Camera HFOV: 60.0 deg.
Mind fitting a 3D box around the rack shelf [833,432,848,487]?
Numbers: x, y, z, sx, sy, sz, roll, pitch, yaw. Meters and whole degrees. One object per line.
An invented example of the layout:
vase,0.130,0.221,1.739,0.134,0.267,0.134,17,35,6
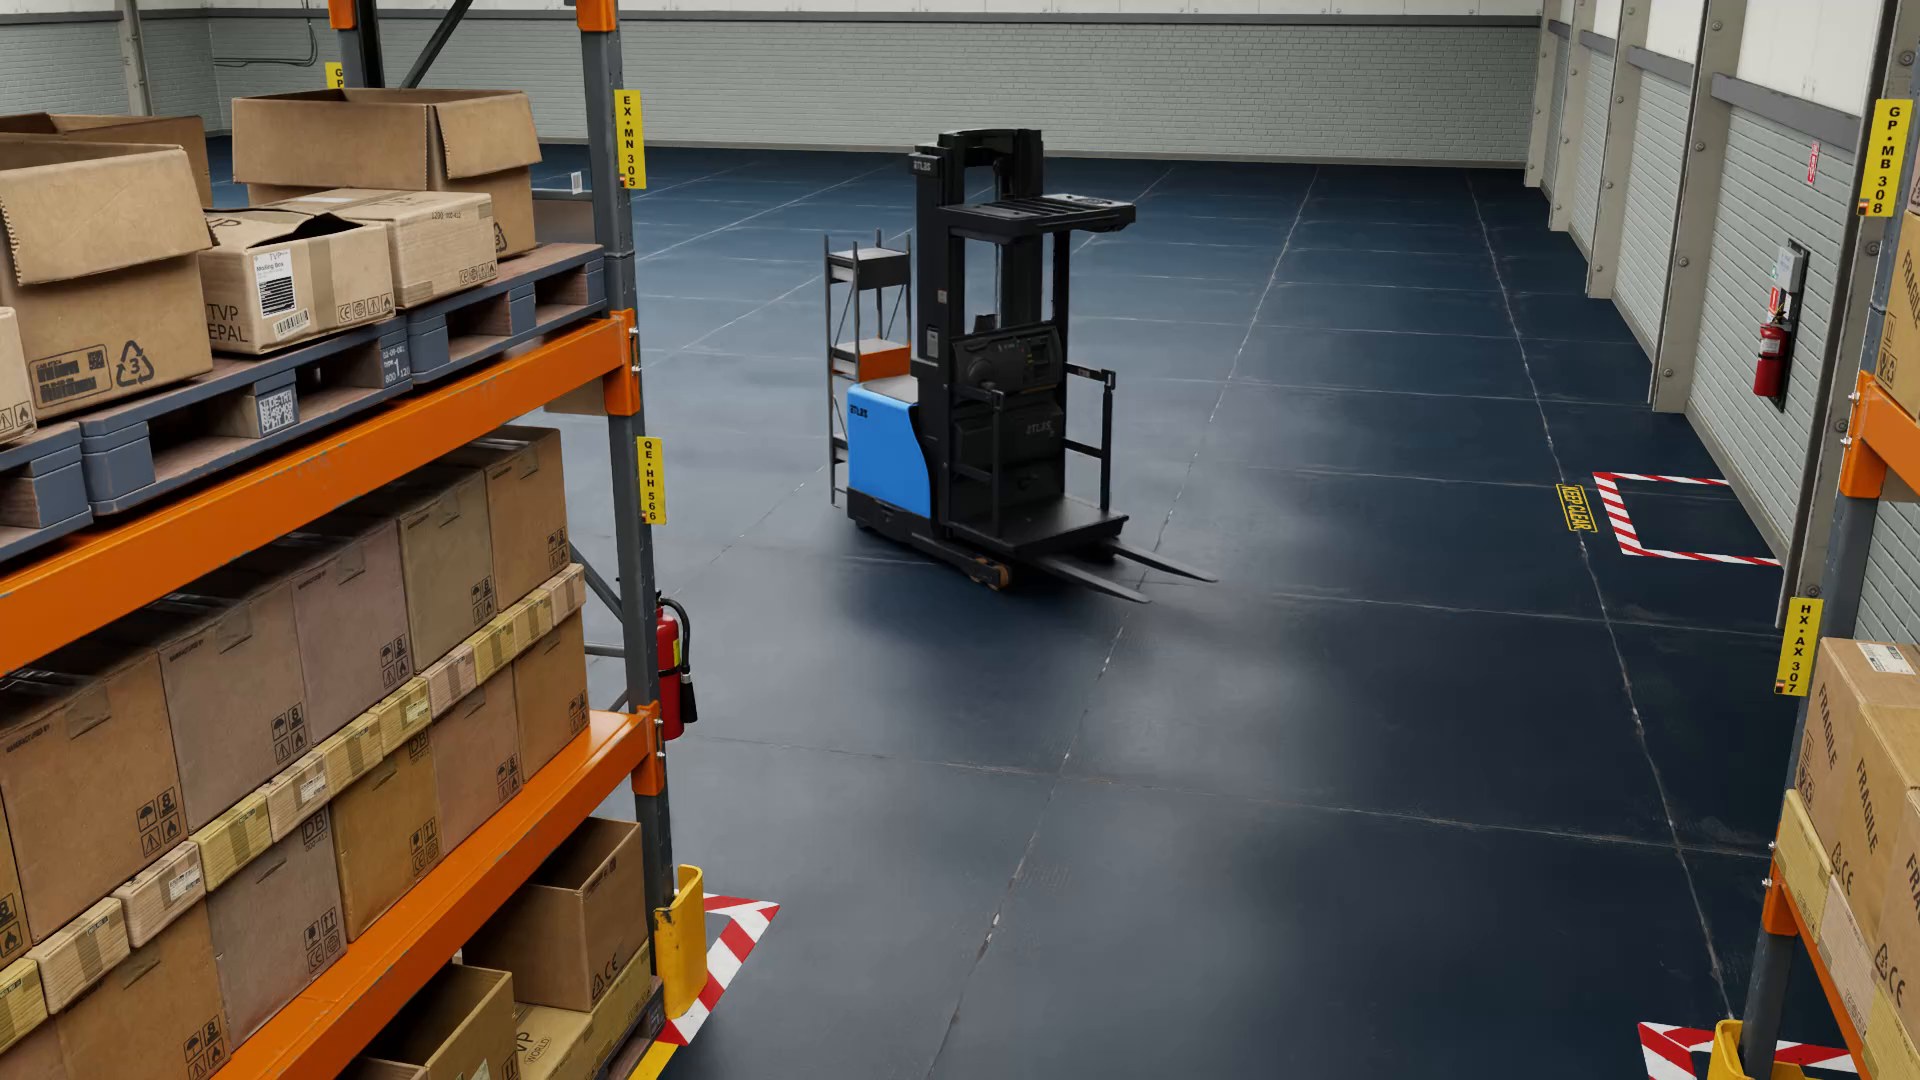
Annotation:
rack shelf,-0.687,-0.592,12.881,0.480,0.518,0.431,-15,24,-37

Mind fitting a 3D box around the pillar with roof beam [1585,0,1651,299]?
pillar with roof beam,4.055,-7.744,20.937,9.100,9.000,0.400,5,19,13

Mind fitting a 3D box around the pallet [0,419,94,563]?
pallet,-2.435,0.006,3.026,1.003,0.211,1.213,5,19,13

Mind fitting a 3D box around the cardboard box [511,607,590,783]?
cardboard box,-1.767,0.497,5.937,0.700,0.500,0.500,5,19,13

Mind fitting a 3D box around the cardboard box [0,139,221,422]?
cardboard box,-2.094,-0.587,3.598,0.797,0.503,0.637,7,20,19

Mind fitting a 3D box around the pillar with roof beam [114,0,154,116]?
pillar with roof beam,-15.210,-13.313,37.242,9.100,9.000,0.400,5,19,13

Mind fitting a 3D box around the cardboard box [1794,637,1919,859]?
cardboard box,2.755,0.622,4.768,0.500,0.500,0.500,5,19,13

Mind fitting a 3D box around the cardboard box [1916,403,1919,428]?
cardboard box,2.674,-0.437,3.999,0.500,0.500,0.500,6,20,17

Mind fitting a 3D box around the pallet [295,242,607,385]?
pallet,-1.839,-0.759,5.265,1.003,0.211,1.213,5,19,13

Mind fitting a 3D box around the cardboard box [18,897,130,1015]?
cardboard box,-2.116,0.909,3.726,0.380,0.149,0.250,4,19,12

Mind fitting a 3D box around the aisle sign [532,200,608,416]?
aisle sign,-1.340,-0.829,5.951,0.394,0.787,0.004,5,19,13

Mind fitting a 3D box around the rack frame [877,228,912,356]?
rack frame,-0.499,-1.318,12.797,0.015,2.100,0.400,-15,24,-37

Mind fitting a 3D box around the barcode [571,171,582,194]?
barcode,-1.247,-1.162,5.411,0.001,0.075,0.075,5,19,13

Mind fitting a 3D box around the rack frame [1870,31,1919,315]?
rack frame,3.164,-2.050,4.267,1.000,3.000,0.127,5,19,13

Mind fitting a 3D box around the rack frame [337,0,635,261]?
rack frame,-1.641,-2.440,5.409,1.000,3.000,0.127,5,19,13

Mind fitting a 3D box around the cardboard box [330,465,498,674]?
cardboard box,-1.904,0.065,5.195,0.700,0.500,0.500,4,19,12

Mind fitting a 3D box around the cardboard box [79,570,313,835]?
cardboard box,-2.148,0.380,4.272,0.700,0.500,0.500,5,19,13

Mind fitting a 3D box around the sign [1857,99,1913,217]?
sign,2.637,-1.087,4.736,0.100,0.325,0.005,5,19,13

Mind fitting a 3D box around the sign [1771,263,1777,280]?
sign,6.163,-2.007,12.549,0.001,0.109,0.331,5,19,13

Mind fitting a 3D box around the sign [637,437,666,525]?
sign,-1.118,-0.214,6.015,0.100,0.325,0.005,5,19,13

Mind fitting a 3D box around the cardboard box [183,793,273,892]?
cardboard box,-1.990,0.744,4.211,0.380,0.149,0.250,4,19,13

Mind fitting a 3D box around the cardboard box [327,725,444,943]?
cardboard box,-2.018,0.817,5.000,0.700,0.500,0.500,5,19,14

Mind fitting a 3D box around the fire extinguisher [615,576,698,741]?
fire extinguisher,-1.162,0.435,6.392,0.296,0.674,0.183,5,19,13

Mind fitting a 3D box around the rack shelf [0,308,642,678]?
rack shelf,-2.130,-0.053,4.175,1.077,0.370,4.000,5,19,13

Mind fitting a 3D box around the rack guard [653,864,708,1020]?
rack guard,-1.635,1.574,6.805,1.175,0.500,0.348,5,19,13

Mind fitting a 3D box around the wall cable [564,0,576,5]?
wall cable,-8.180,-15.326,37.875,2.305,6.003,0.169,5,19,13

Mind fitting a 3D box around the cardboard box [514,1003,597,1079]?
cardboard box,-1.596,1.851,5.733,0.500,0.250,0.500,5,19,13

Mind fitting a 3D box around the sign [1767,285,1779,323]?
sign,6.173,-1.757,12.637,0.001,0.329,0.234,5,19,13

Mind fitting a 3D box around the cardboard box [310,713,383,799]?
cardboard box,-1.865,0.586,4.674,0.380,0.149,0.250,5,20,15

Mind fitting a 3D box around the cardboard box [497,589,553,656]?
cardboard box,-1.612,0.262,5.622,0.380,0.149,0.250,5,20,15

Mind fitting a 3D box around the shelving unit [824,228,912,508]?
shelving unit,-0.687,-1.268,12.650,0.503,2.100,0.431,-15,24,-37

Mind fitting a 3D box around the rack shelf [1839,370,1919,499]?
rack shelf,2.675,0.337,3.033,1.077,0.370,4.000,5,19,13

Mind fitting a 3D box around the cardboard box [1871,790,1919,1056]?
cardboard box,2.493,0.937,3.844,0.500,0.500,0.500,4,19,12

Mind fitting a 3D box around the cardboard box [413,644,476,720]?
cardboard box,-1.738,0.421,5.157,0.380,0.149,0.250,5,19,14

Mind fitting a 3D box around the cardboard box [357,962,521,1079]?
cardboard box,-1.714,1.653,5.152,0.500,0.500,0.500,5,19,13

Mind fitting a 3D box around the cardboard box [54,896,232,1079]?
cardboard box,-2.267,1.143,4.045,0.700,0.500,0.500,5,19,14

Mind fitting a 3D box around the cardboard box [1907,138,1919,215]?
cardboard box,2.834,-1.059,4.273,0.500,0.500,0.500,3,19,9

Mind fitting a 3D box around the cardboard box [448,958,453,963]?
cardboard box,-2.108,1.454,5.734,0.500,0.500,0.500,5,19,13

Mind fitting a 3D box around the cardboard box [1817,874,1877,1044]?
cardboard box,2.623,1.142,4.403,0.500,0.250,0.500,4,19,12

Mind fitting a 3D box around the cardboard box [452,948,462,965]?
cardboard box,-1.988,1.652,6.314,0.500,0.250,0.500,5,19,13

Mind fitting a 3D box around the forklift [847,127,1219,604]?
forklift,0.467,-1.233,11.264,1.130,2.935,3.031,-15,24,-36

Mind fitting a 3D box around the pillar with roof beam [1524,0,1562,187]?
pillar with roof beam,6.987,-11.505,31.949,9.100,9.000,0.400,5,19,13

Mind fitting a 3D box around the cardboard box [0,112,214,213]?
cardboard box,-2.312,-0.834,4.326,0.500,0.500,0.500,5,19,13

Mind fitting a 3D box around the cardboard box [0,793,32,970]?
cardboard box,-2.394,0.694,3.355,0.700,0.500,0.500,5,19,13

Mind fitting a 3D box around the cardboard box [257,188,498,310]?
cardboard box,-1.667,-0.833,4.710,0.500,0.250,0.500,5,19,13
